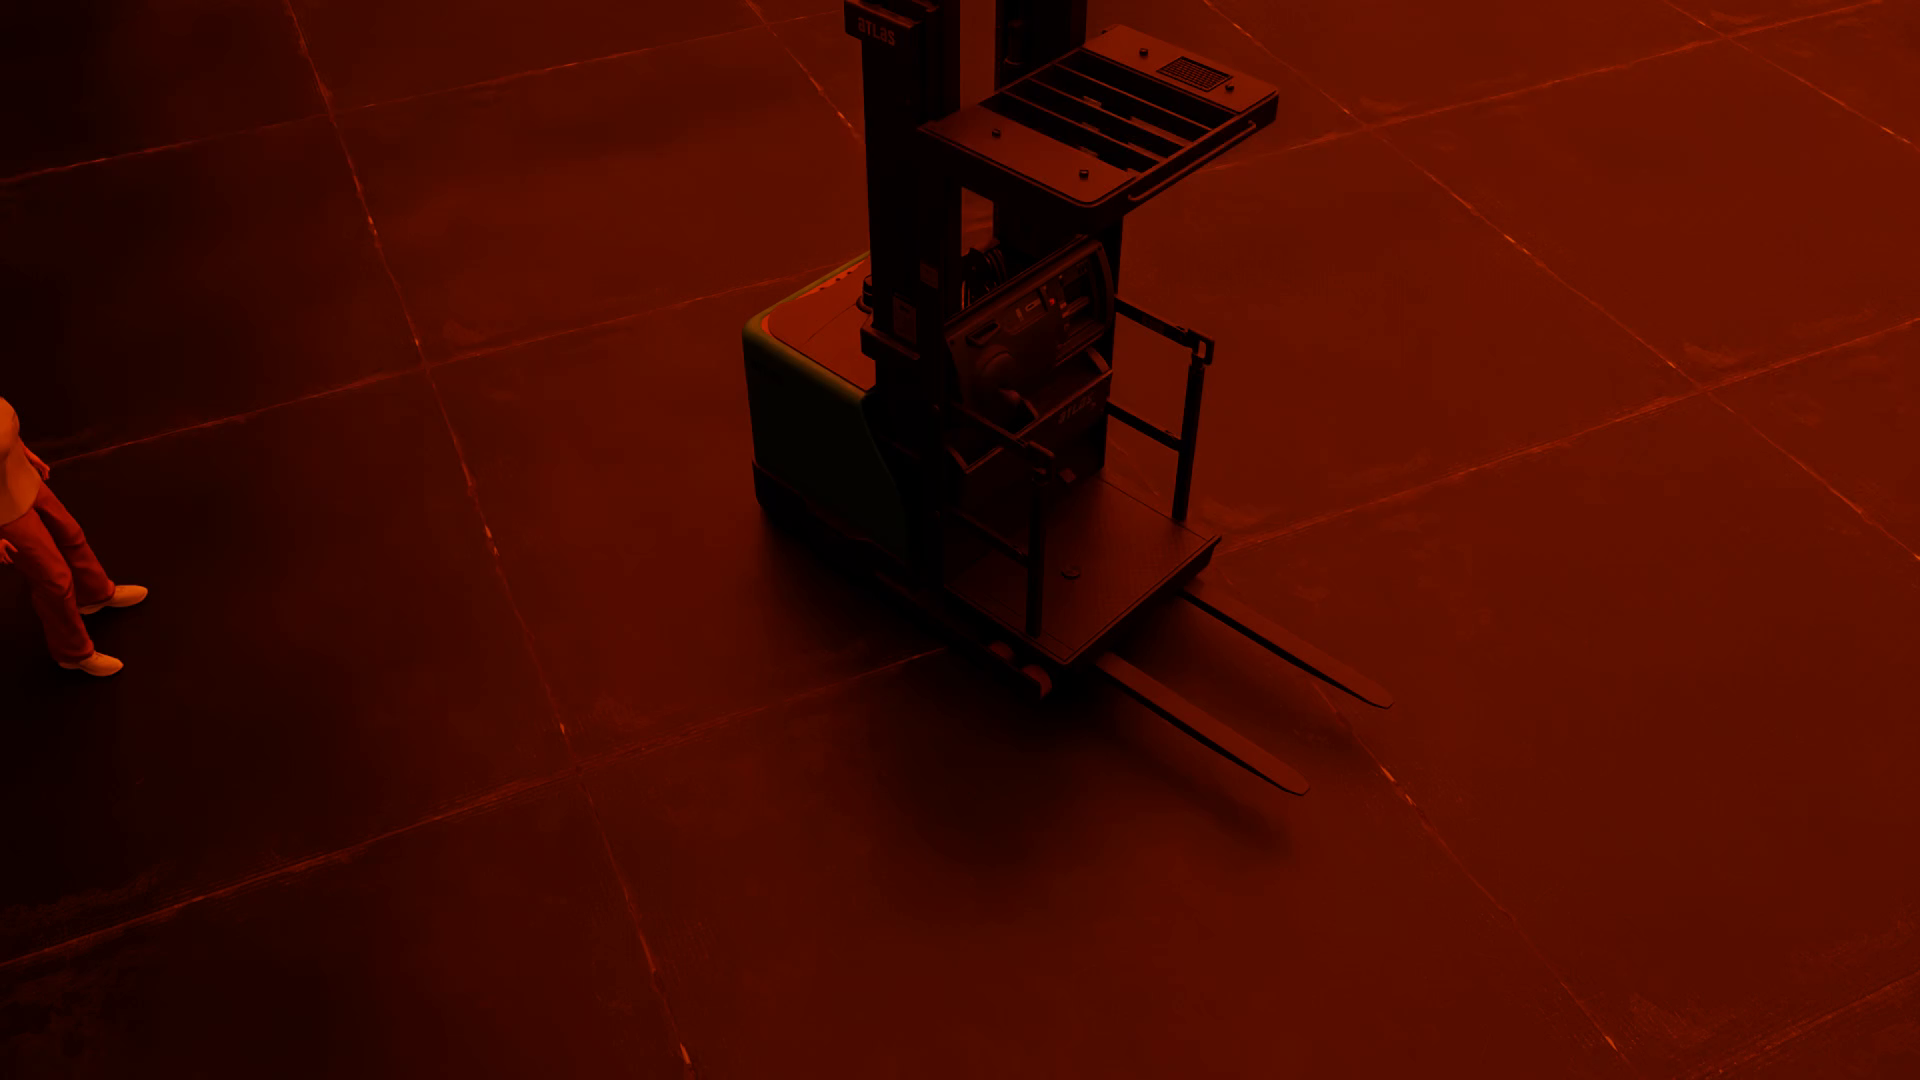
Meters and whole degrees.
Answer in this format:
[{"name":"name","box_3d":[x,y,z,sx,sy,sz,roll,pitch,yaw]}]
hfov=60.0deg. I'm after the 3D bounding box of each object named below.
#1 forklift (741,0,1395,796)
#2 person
[{"name":"forklift","box_3d":[0.445,-0.788,6.525,3.031,2.935,1.130,32,52,30]},{"name":"person","box_3d":[-3.828,-0.162,6.781,0.373,1.671,0.591,-5,43,-6]}]
